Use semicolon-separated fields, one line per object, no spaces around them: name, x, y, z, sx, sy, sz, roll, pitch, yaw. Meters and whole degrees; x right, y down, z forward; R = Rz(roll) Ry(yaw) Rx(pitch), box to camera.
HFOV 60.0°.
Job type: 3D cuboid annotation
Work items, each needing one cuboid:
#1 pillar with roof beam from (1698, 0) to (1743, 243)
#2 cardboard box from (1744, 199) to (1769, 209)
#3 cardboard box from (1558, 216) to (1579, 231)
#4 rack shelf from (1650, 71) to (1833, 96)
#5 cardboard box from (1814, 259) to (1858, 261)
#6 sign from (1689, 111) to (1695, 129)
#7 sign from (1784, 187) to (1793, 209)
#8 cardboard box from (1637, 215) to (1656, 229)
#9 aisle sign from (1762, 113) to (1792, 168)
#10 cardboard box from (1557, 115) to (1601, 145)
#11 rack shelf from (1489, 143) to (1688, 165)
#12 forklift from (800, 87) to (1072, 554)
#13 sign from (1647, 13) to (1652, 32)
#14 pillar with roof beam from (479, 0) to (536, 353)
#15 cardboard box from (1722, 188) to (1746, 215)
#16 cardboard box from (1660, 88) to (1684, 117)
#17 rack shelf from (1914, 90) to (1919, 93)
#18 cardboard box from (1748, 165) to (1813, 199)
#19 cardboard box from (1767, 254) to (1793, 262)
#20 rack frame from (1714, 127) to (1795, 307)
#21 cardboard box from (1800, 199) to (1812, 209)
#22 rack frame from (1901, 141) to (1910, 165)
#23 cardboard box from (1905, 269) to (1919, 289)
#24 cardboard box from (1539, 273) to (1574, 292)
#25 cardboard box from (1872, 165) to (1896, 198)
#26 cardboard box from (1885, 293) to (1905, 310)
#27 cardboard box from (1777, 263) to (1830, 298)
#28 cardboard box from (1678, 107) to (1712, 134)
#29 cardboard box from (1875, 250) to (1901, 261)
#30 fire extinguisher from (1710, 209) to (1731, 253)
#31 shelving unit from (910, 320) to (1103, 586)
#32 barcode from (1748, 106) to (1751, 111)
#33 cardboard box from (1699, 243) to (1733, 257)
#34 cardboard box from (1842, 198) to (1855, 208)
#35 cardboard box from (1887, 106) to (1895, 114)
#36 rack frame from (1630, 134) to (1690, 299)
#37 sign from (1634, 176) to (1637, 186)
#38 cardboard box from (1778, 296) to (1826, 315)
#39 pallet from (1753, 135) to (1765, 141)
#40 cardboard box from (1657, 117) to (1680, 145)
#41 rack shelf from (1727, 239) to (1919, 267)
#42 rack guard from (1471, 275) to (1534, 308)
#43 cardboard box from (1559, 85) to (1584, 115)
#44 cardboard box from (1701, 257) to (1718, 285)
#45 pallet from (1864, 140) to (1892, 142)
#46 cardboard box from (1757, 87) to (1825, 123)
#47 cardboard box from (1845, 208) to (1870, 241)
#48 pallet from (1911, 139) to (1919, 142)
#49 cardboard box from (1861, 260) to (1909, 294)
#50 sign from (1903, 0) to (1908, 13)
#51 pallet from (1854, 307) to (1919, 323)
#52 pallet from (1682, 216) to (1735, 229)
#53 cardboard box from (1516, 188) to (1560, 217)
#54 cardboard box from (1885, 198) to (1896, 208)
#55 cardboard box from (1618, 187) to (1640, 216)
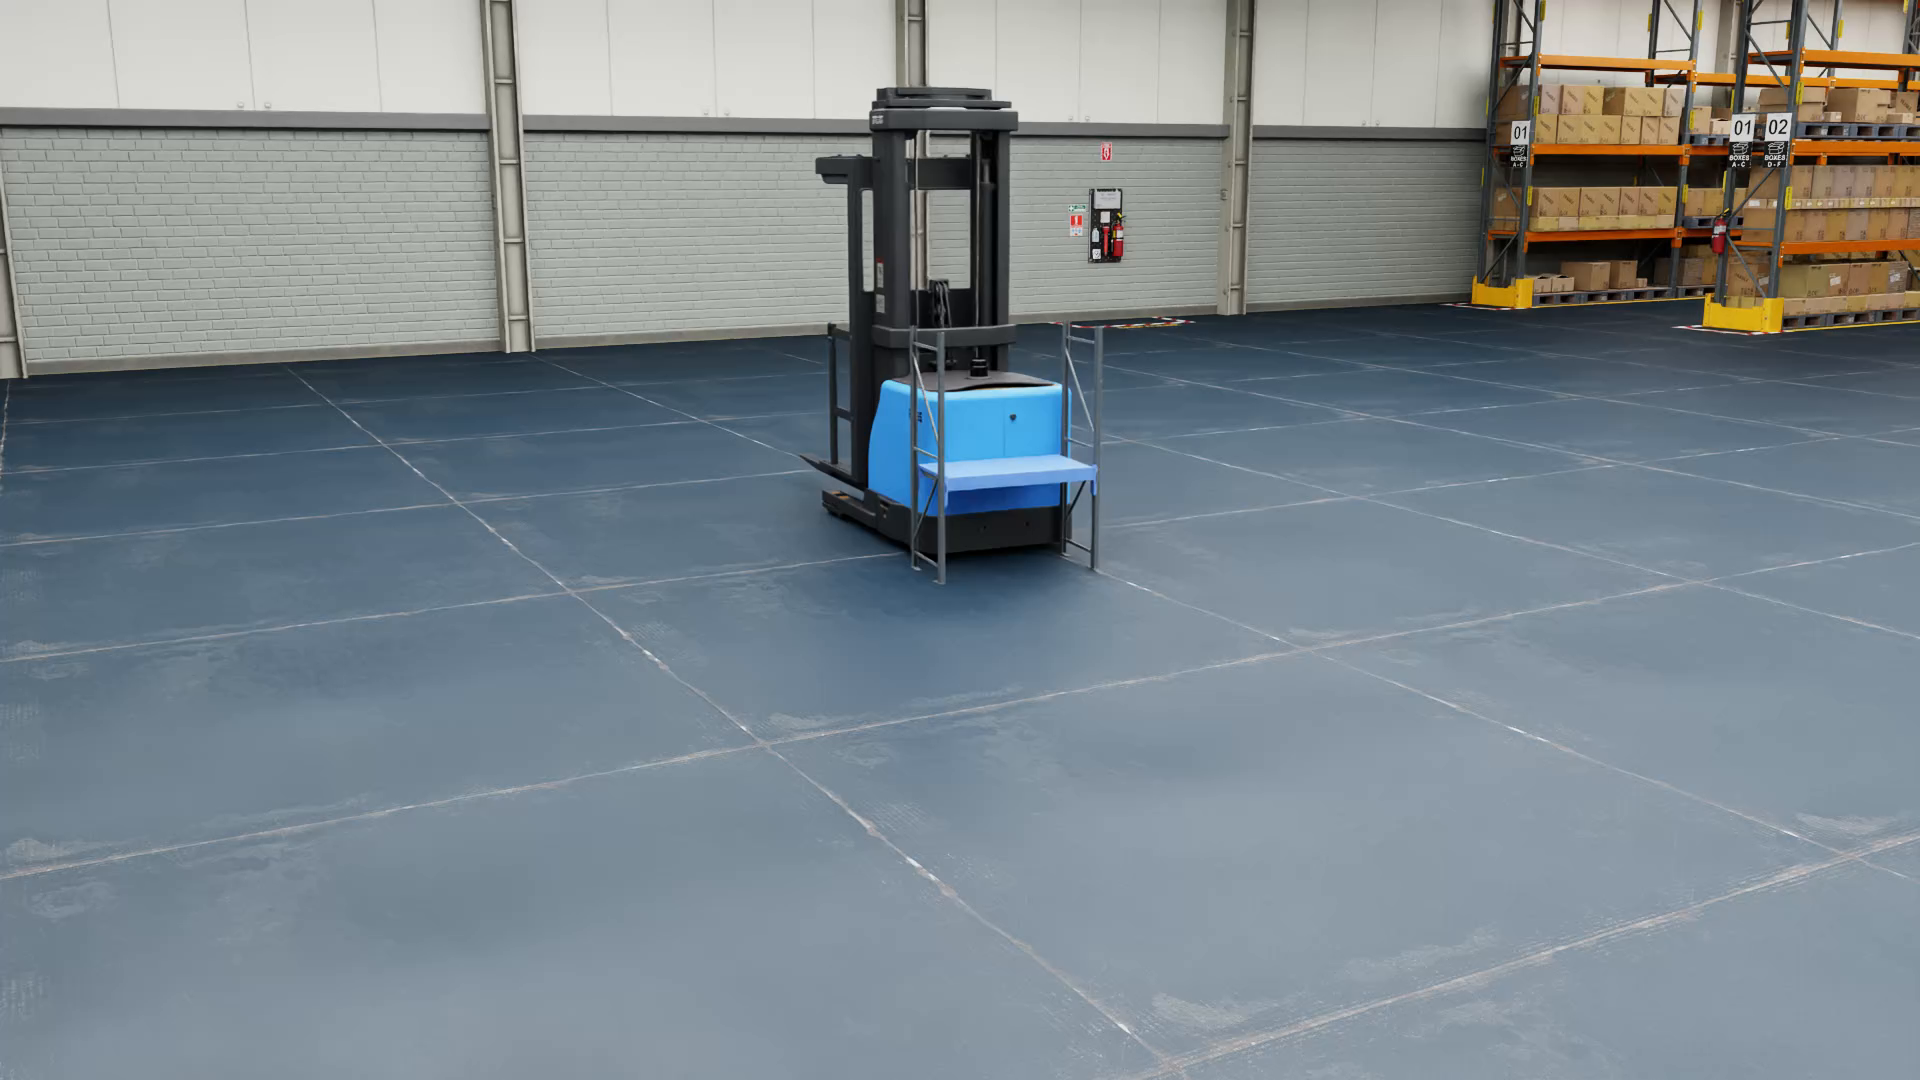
pillar with roof beam;17.166;-8.635;28.984;0.400;9.000;9.100;-7;14;-28
cardboard box;12.257;-5.154;25.475;0.250;0.149;0.380;-7;15;-29
cardboard box;10.666;-5.651;29.681;0.500;0.250;0.500;-7;15;-30
rack shelf;14.903;-8.678;31.725;4.000;0.370;1.077;-7;14;-28
cardboard box;14.090;-4.269;26.843;0.500;0.500;0.500;-7;14;-28
sign;13.414;-7.699;30.479;0.005;0.325;0.100;-7;14;-28
sign;12.274;-5.066;24.634;0.005;0.325;0.100;-7;14;-28
cardboard box;12.436;-5.865;30.633;0.500;0.250;0.500;-7;14;-28
aisle sign;12.102;-5.915;24.637;0.004;0.787;0.394;-7;14;-28
cardboard box;10.992;-7.280;29.522;0.500;0.500;0.500;-6;14;-25
rack shelf;11.392;-6.989;30.141;4.000;0.370;1.077;-7;14;-28
forklift;-0.337;-1.615;11.608;1.130;2.935;3.031;-6;14;-24
sign;12.876;-9.653;31.020;0.005;0.325;0.100;-7;14;-28
pillar with roof beam;-3.900;-6.110;17.765;0.400;9.000;9.100;-7;14;-28
cardboard box;14.667;-6.530;32.065;0.500;0.500;0.700;-5;14;-20
cardboard box;12.838;-7.992;30.407;0.500;0.500;0.500;-8;15;-33
rack shelf;21.925;-9.520;35.465;4.000;0.370;1.077;-7;14;-28
cardboard box;12.476;-5.446;25.294;0.500;0.500;0.700;-7;14;-28
cardboard box;16.051;-5.417;33.041;0.500;0.500;0.700;-7;14;-27
rack frame;12.013;-4.712;25.216;0.127;3.000;1.000;-7;14;-28
cardboard box;12.691;-5.106;25.258;0.250;0.149;0.380;-7;15;-29
rack frame;20.169;-6.929;35.065;0.127;3.000;1.000;-7;14;-28
cardboard box;15.742;-4.368;27.715;0.500;0.311;0.500;-7;14;-28
cardboard box;10.787;-4.685;30.216;0.500;0.311;0.500;-6;14;-23
cardboard box;14.255;-5.661;26.249;0.500;0.500;0.700;-7;14;-28
cardboard box;14.778;-3.855;26.712;0.500;0.250;0.500;-7;14;-28
cardboard box;13.029;-4.008;25.685;0.500;0.500;0.500;-7;14;-28
cardboard box;13.666;-7.846;31.126;0.500;0.500;0.500;-5;13;-20
cardboard box;18.882;-5.897;34.422;0.750;0.750;0.750;-6;14;-26
fire extinguisher;11.687;-4.752;25.567;0.183;0.674;0.296;-7;14;-28
shelving unit;0.276;-0.551;10.143;1.048;1.500;0.538;-5;14;-21
barcode;12.047;-6.583;25.377;0.075;0.075;0.001;-7;14;-28
cardboard box;14.625;-5.631;32.283;0.500;0.250;0.500;-7;15;-29
cardboard box;13.590;-5.213;25.736;0.250;0.149;0.380;-7;14;-29
cardboard box;14.482;-6.767;26.443;0.500;0.311;0.500;-8;15;-31
rack frame;13.147;-6.087;31.326;0.127;3.000;1.000;-7;14;-28
sign;12.878;-6.759;31.672;0.005;0.325;0.100;-7;14;-28
cardboard box;13.028;-3.643;25.769;0.500;0.250;0.500;-7;14;-28
pallet;14.649;-7.613;31.702;1.003;0.211;1.213;-7;14;-28
cardboard box;12.820;-7.508;30.534;0.500;0.500;0.500;-6;14;-26
rack shelf;13.769;-4.572;26.230;4.000;0.370;1.077;-7;14;-28
rack guard;9.703;-4.455;29.766;0.348;0.500;1.175;-7;14;-28
cardboard box;10.555;-7.713;29.167;0.500;0.500;0.500;-7;14;-29
cardboard box;14.215;-5.227;32.195;0.500;0.500;0.700;-7;15;-29
pallet;18.178;-8.076;33.759;1.213;0.211;1.003;-6;14;-25
cardboard box;12.520;-6.559;25.079;0.637;0.503;0.797;-6;14;-24
cardboard box;13.787;-4.971;26.138;0.500;0.500;0.700;-6;14;-26
pallet;16.292;-6.598;27.201;1.217;0.209;0.805;-8;15;-30
cardboard box;14.777;-4.221;26.631;0.500;0.500;0.500;-7;14;-28
sign;15.254;-8.657;26.775;0.005;0.325;0.100;-7;14;-28
pallet;14.806;-3.697;27.056;1.213;0.211;1.003;-7;14;-28
pallet;13.888;-6.046;31.580;1.213;0.211;1.003;-7;14;-28
cardboard box;10.200;-5.961;29.354;0.500;0.500;0.500;-7;14;-28
cardboard box;14.494;-5.322;26.219;0.250;0.149;0.380;-7;14;-28
cardboard box;11.998;-6.176;30.308;0.500;0.500;0.500;-7;15;-29
